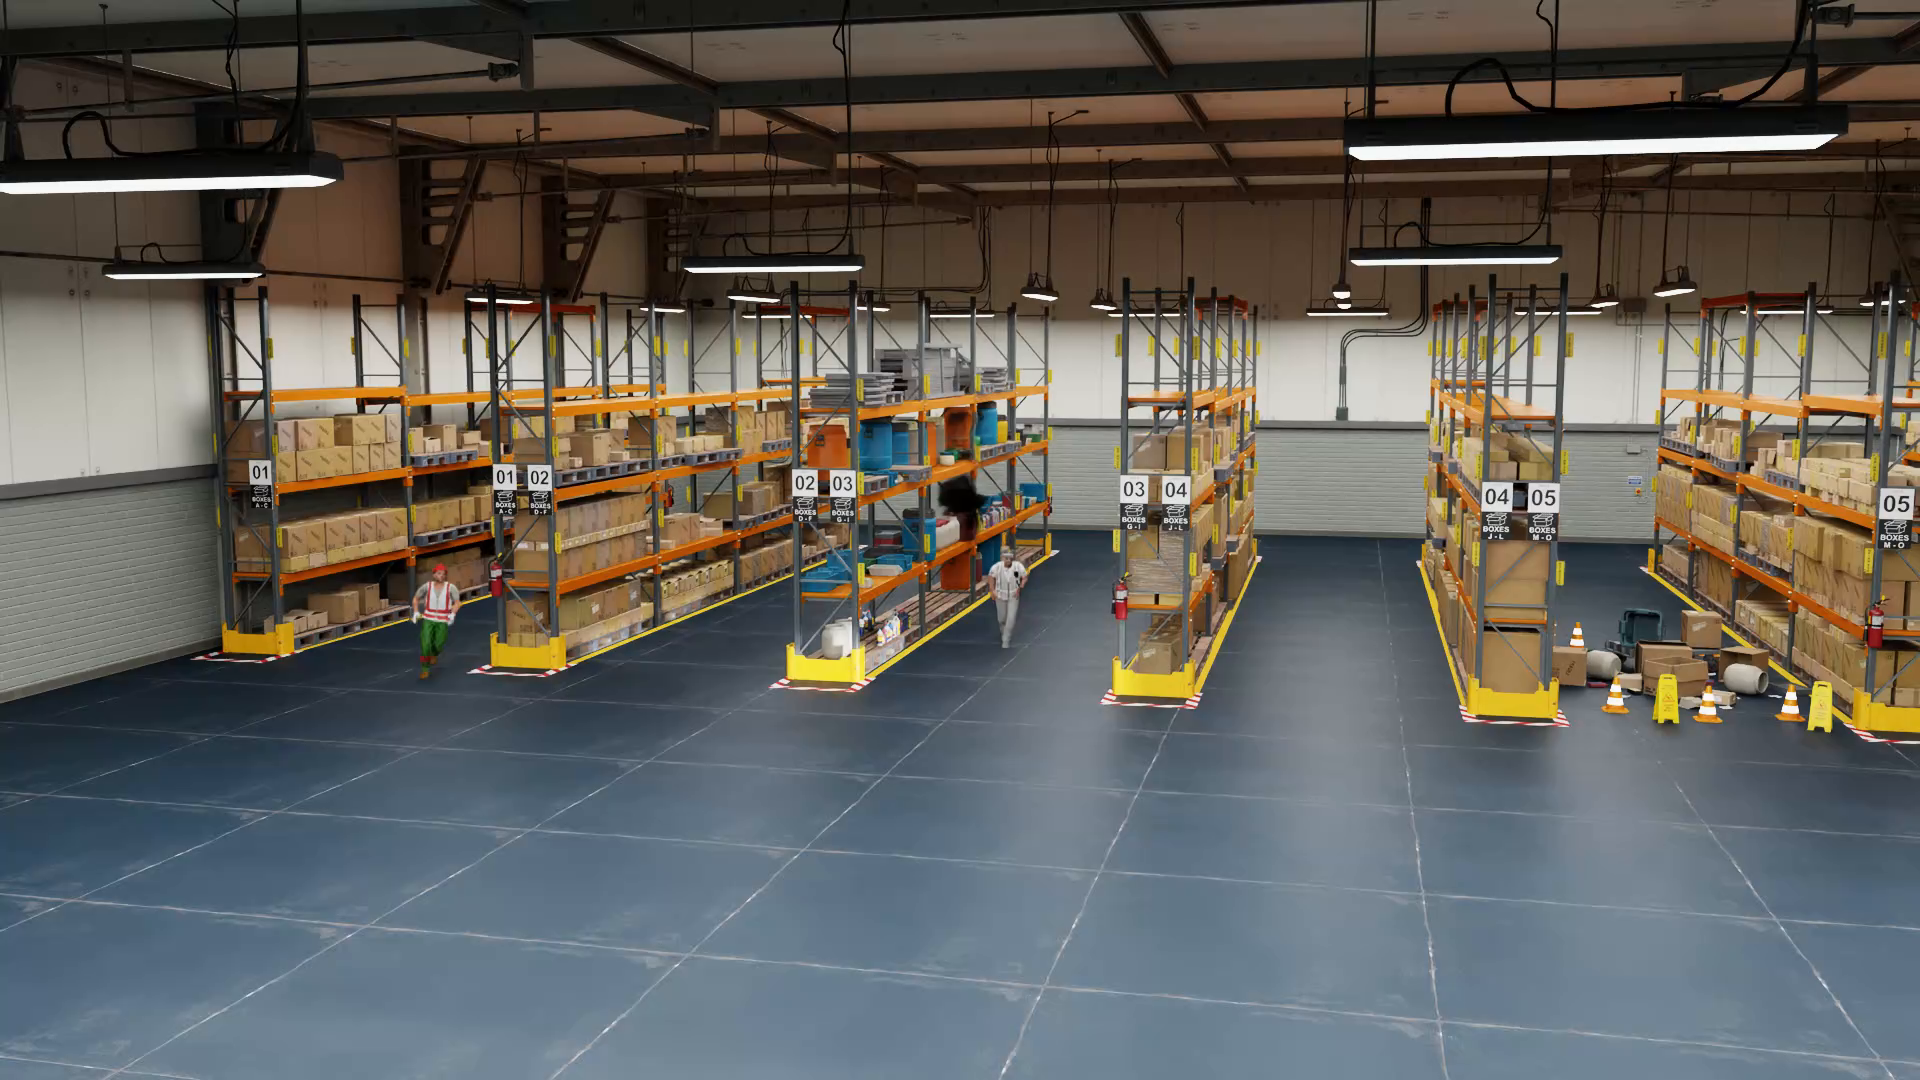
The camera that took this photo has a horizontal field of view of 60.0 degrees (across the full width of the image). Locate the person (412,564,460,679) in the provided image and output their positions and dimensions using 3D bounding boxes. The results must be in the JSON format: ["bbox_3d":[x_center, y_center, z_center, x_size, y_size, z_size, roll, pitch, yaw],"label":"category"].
[{"bbox_3d":[-8.039,1.226,25.557,0.704,1.727,0.622,-2,7,-13],"label":"person"}]

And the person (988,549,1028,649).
[{"bbox_3d":[0.806,0.965,28.107,0.662,1.714,0.843,-1,7,-5],"label":"person"}]
